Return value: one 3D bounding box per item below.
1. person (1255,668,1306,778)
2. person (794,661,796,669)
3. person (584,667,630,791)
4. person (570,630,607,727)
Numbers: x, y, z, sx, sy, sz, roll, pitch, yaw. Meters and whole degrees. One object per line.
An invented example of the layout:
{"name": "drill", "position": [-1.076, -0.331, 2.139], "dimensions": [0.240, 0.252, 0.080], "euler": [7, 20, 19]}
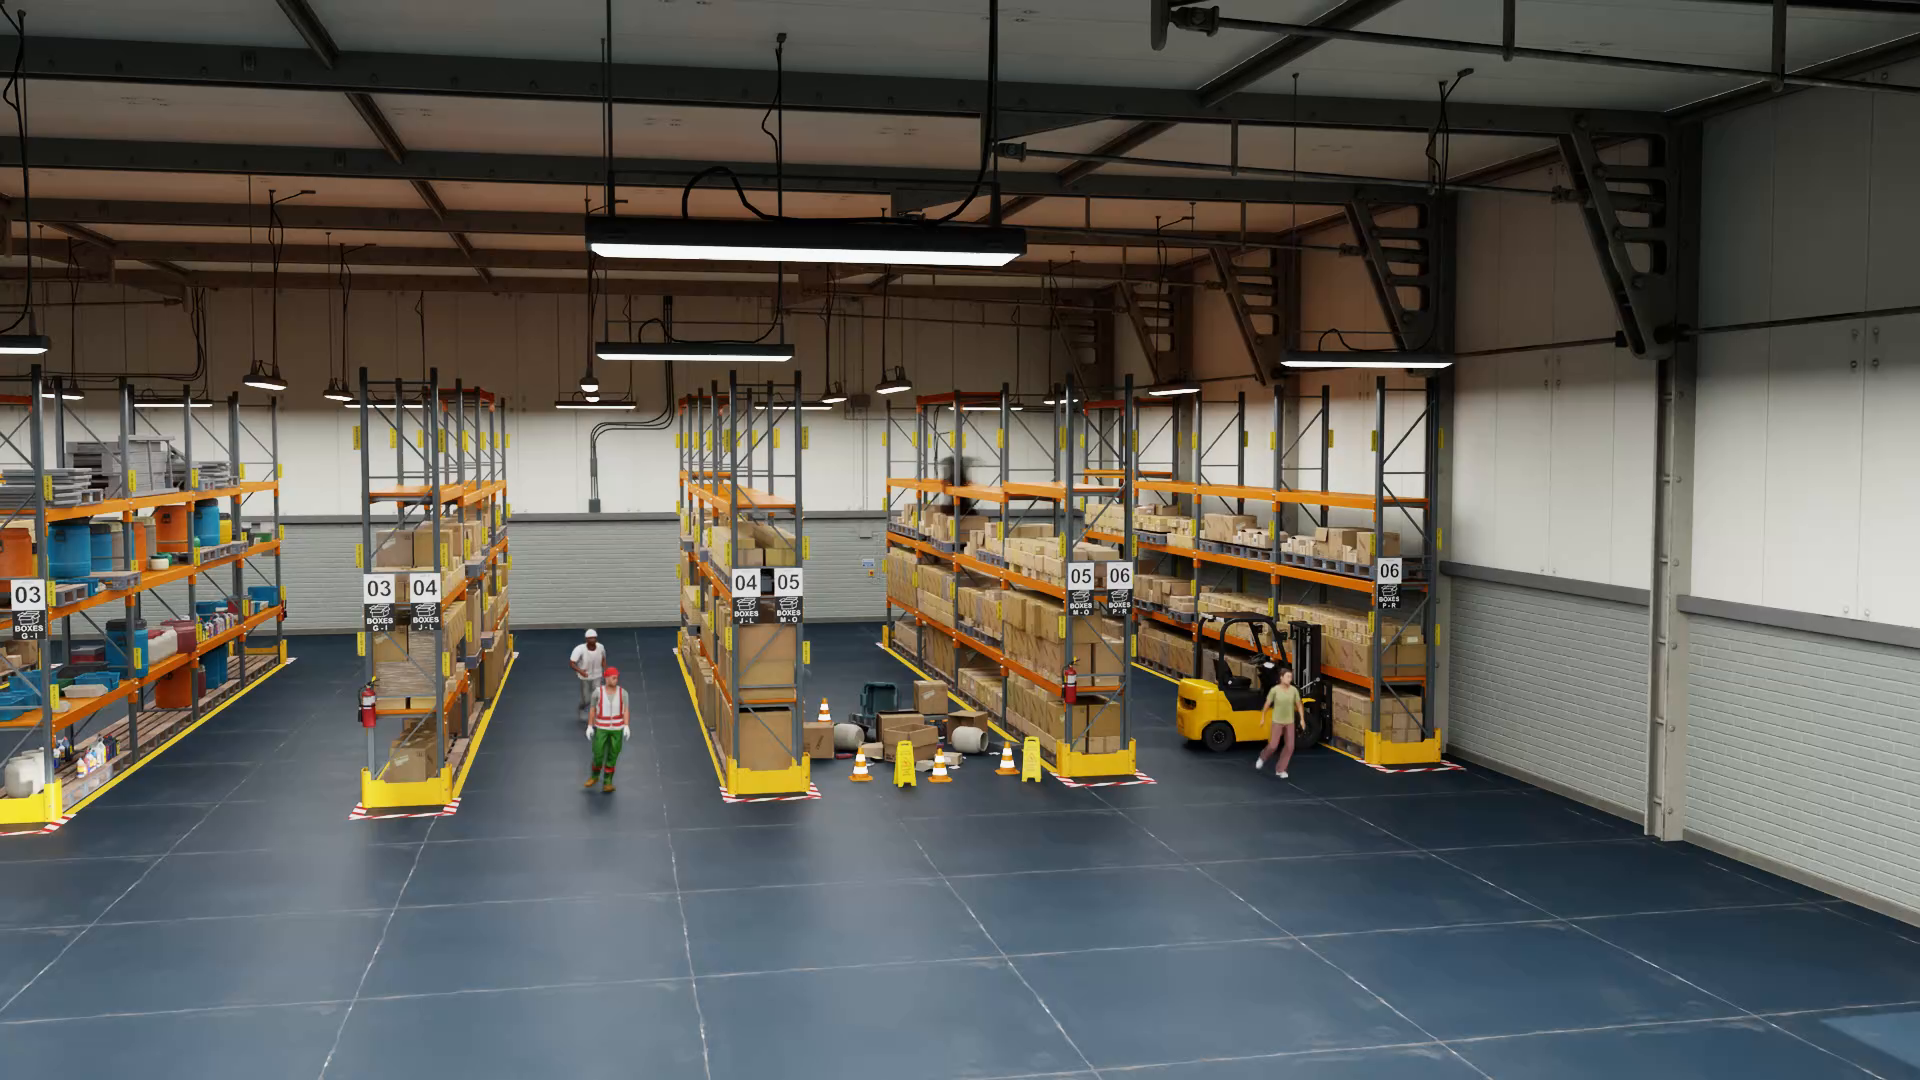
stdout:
{"name": "person", "position": [4.762, 2.707, 24.769], "dimensions": [0.621, 1.638, 0.638], "euler": [-1, 3, -9]}
{"name": "person", "position": [-3.771, 2.123, 36.467], "dimensions": [0.597, 1.402, 0.879], "euler": [0, 3, 5]}
{"name": "person", "position": [-5.037, 2.690, 23.679], "dimensions": [0.644, 1.776, 0.458], "euler": [-2, 4, -24]}
{"name": "person", "position": [-6.544, 2.415, 29.275], "dimensions": [0.697, 1.714, 0.767], "euler": [-2, 4, -29]}
